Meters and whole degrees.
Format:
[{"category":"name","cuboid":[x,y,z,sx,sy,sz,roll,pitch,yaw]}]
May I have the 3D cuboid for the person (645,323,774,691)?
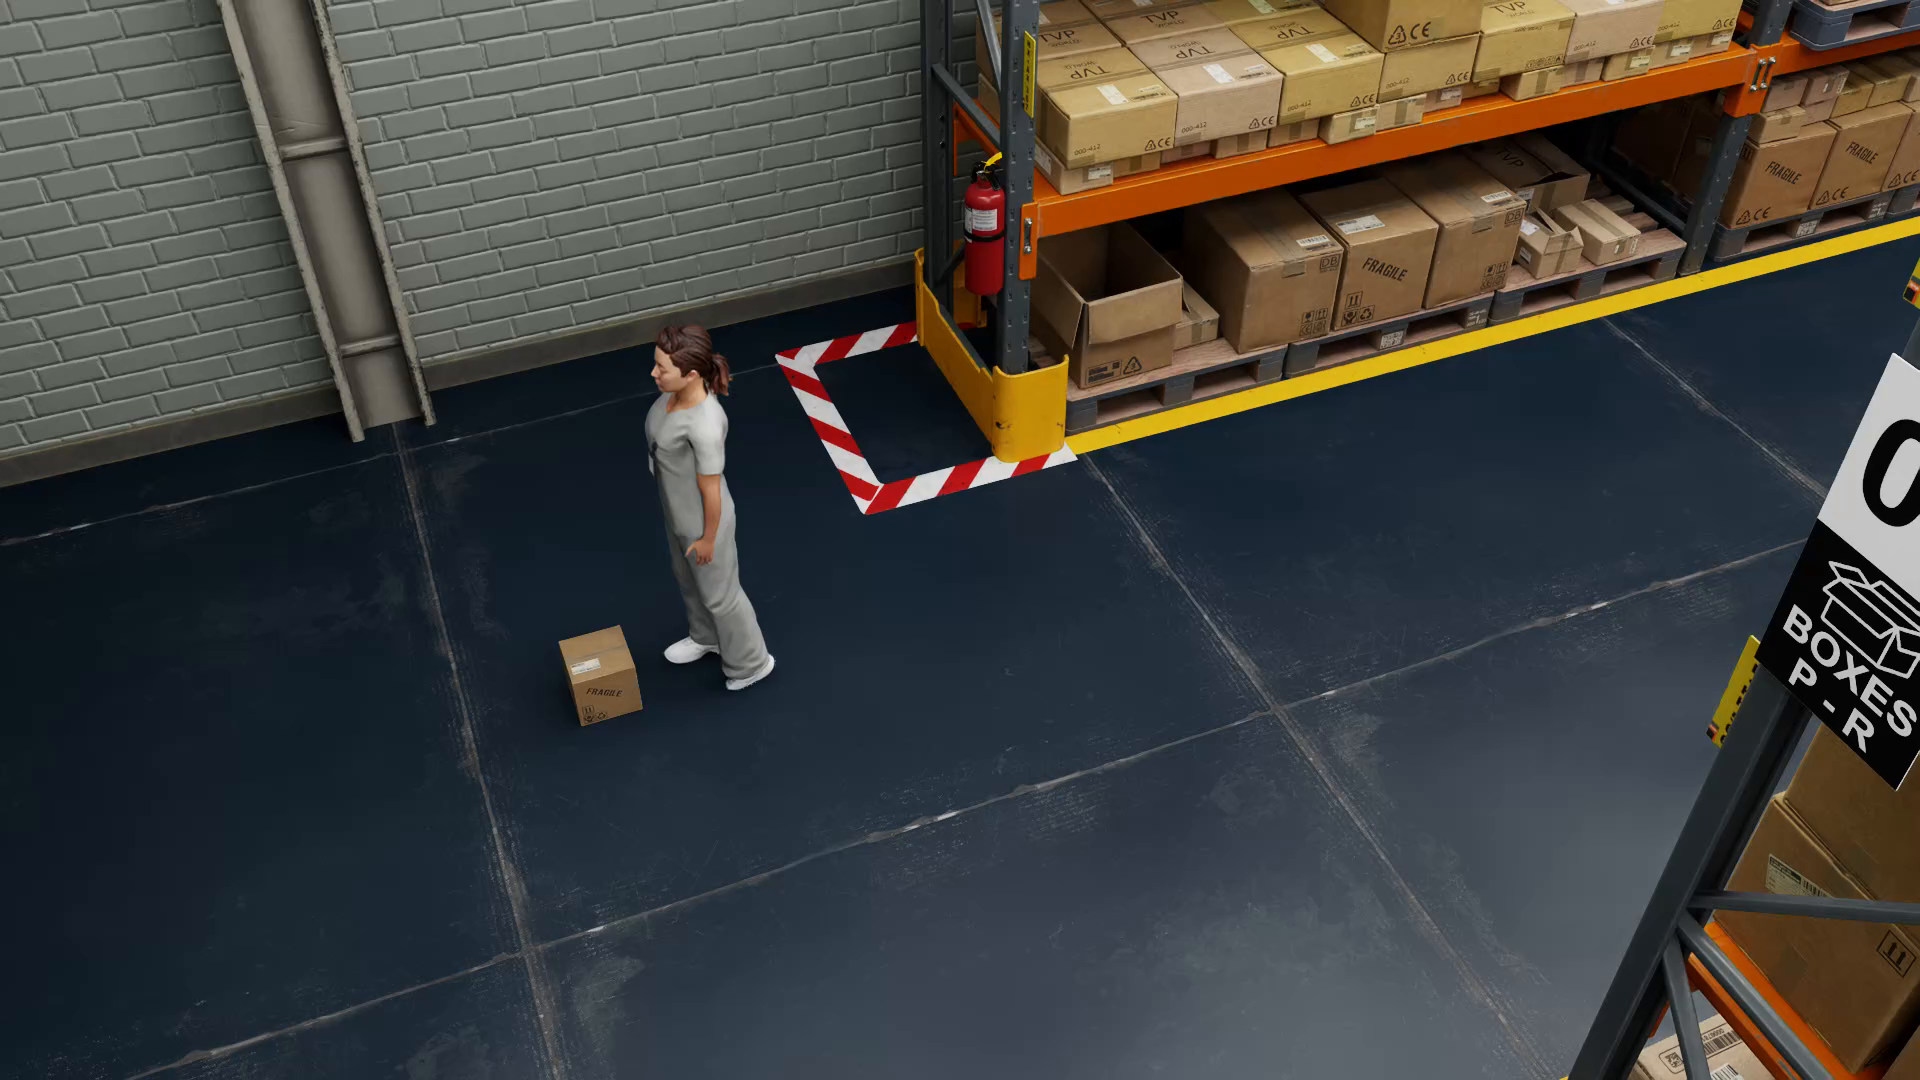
[{"category":"person","cuboid":[-0.987,-0.081,6.304,0.408,1.733,0.440,-15,44,-16]}]
